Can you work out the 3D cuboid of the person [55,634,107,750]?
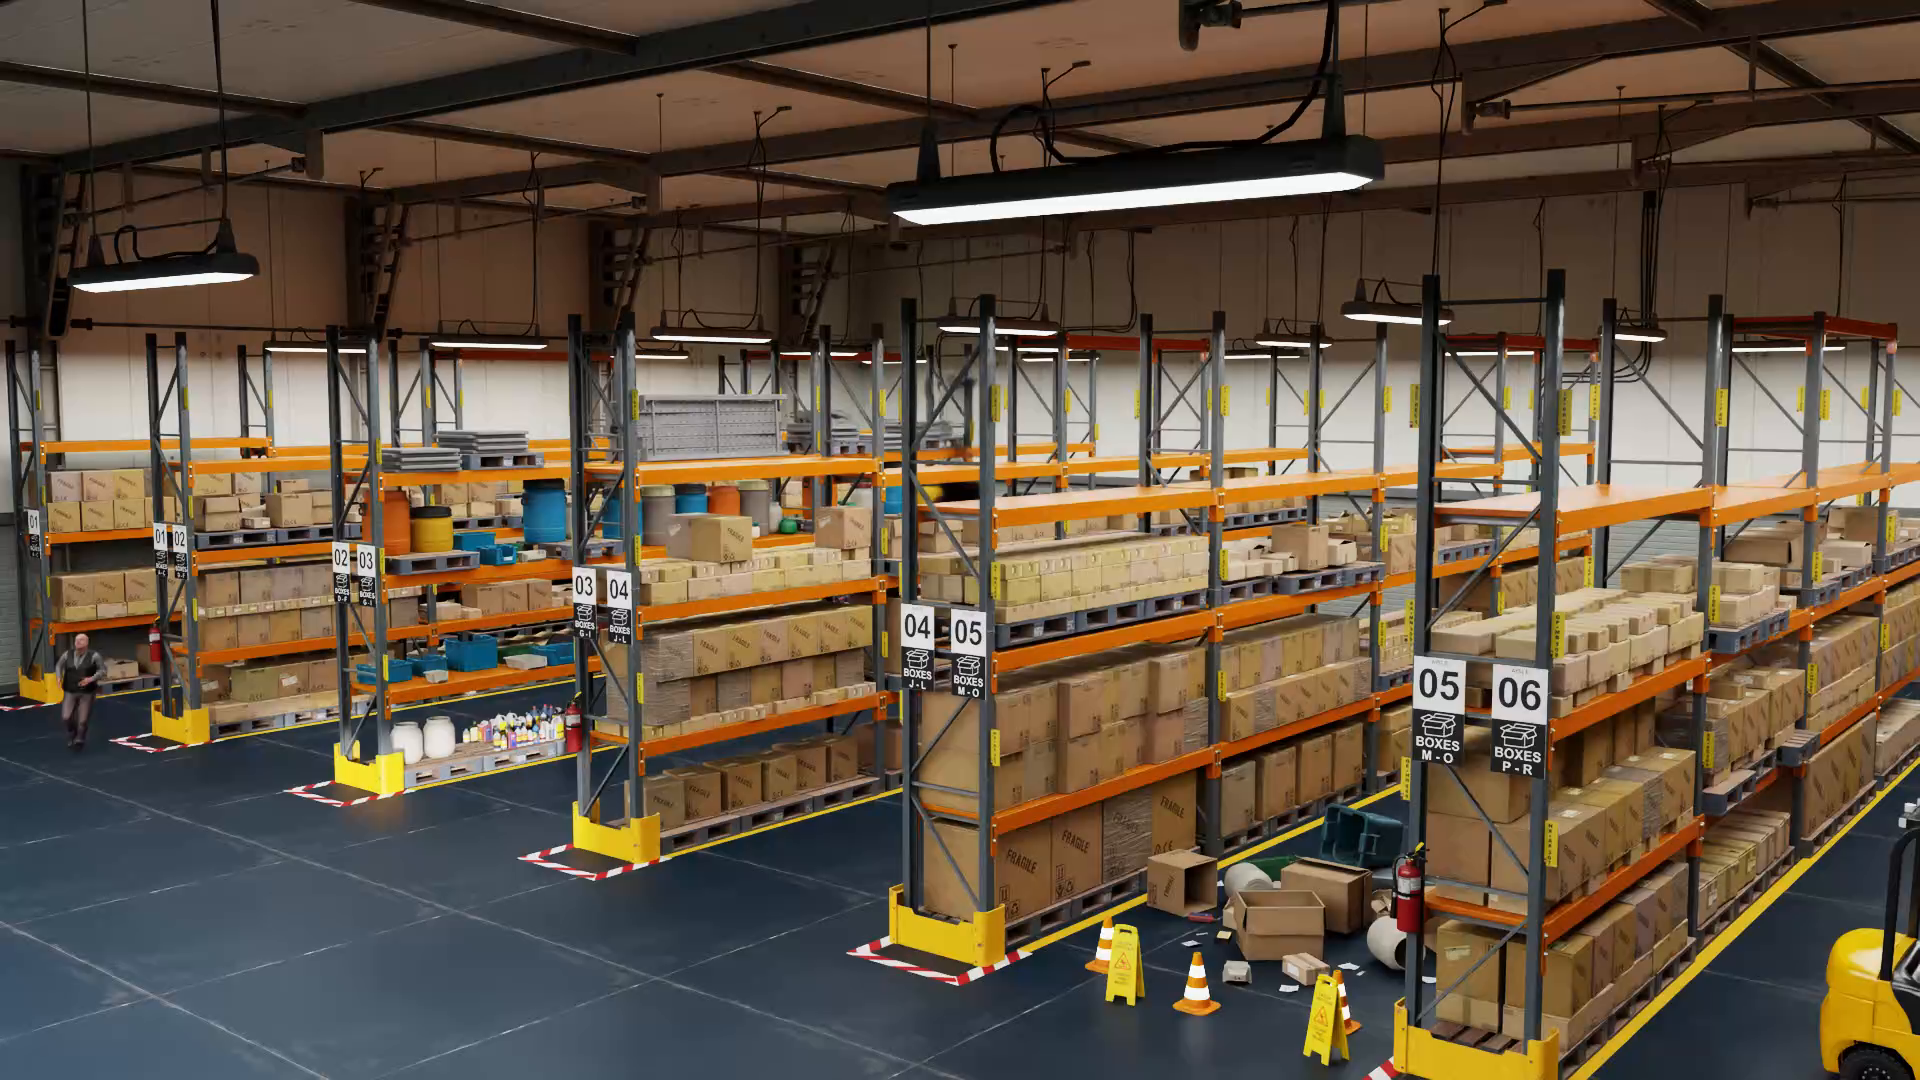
[{"bbox_3d":[-12.593,2.180,23.800,0.693,1.679,0.538,-1,5,-15],"label":"person"}]
